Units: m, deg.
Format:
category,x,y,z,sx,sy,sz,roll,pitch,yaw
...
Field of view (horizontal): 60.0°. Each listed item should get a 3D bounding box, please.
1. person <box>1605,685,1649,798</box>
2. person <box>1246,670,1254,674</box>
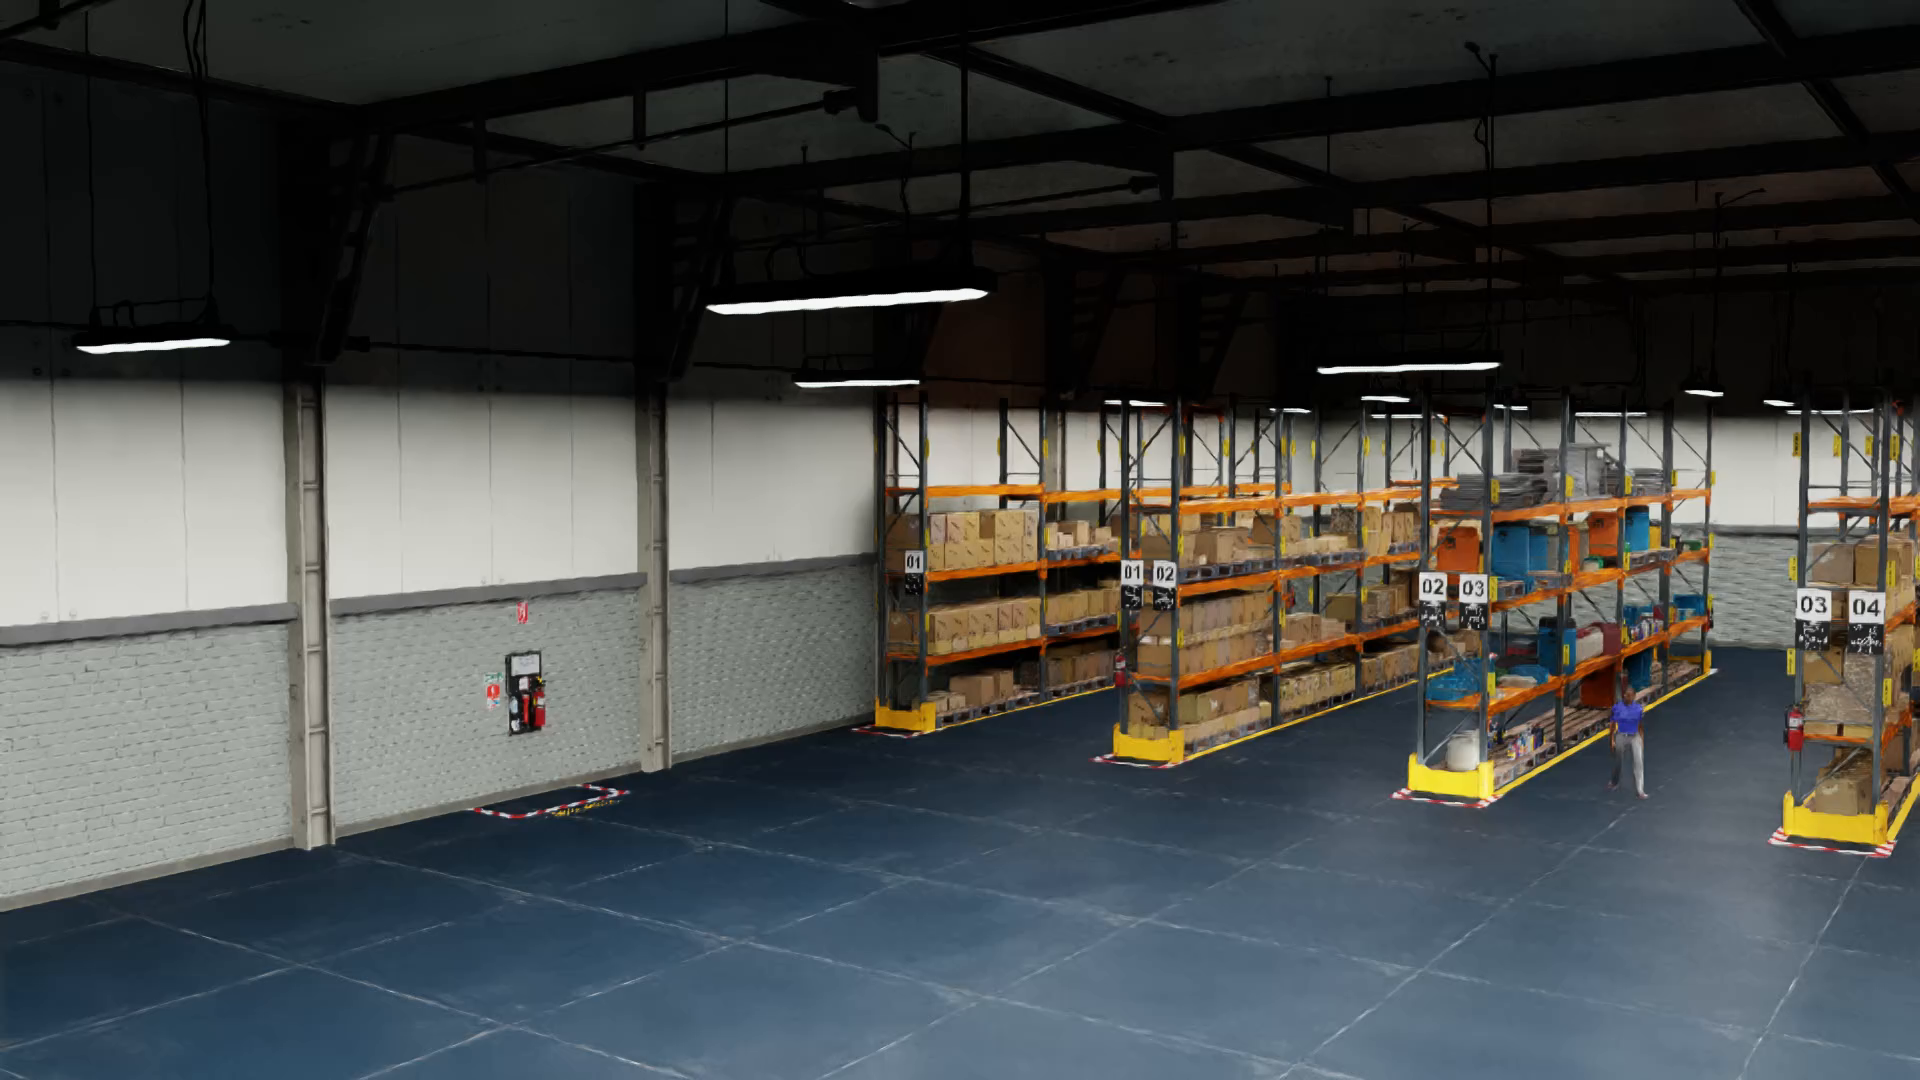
category,x,y,z,sx,sy,sz,roll,pitch,yaw
person,9.610,2.873,23.956,0.490,1.606,0.940,1,3,12
person,5.718,2.267,33.885,0.575,1.689,1.128,2,4,32
